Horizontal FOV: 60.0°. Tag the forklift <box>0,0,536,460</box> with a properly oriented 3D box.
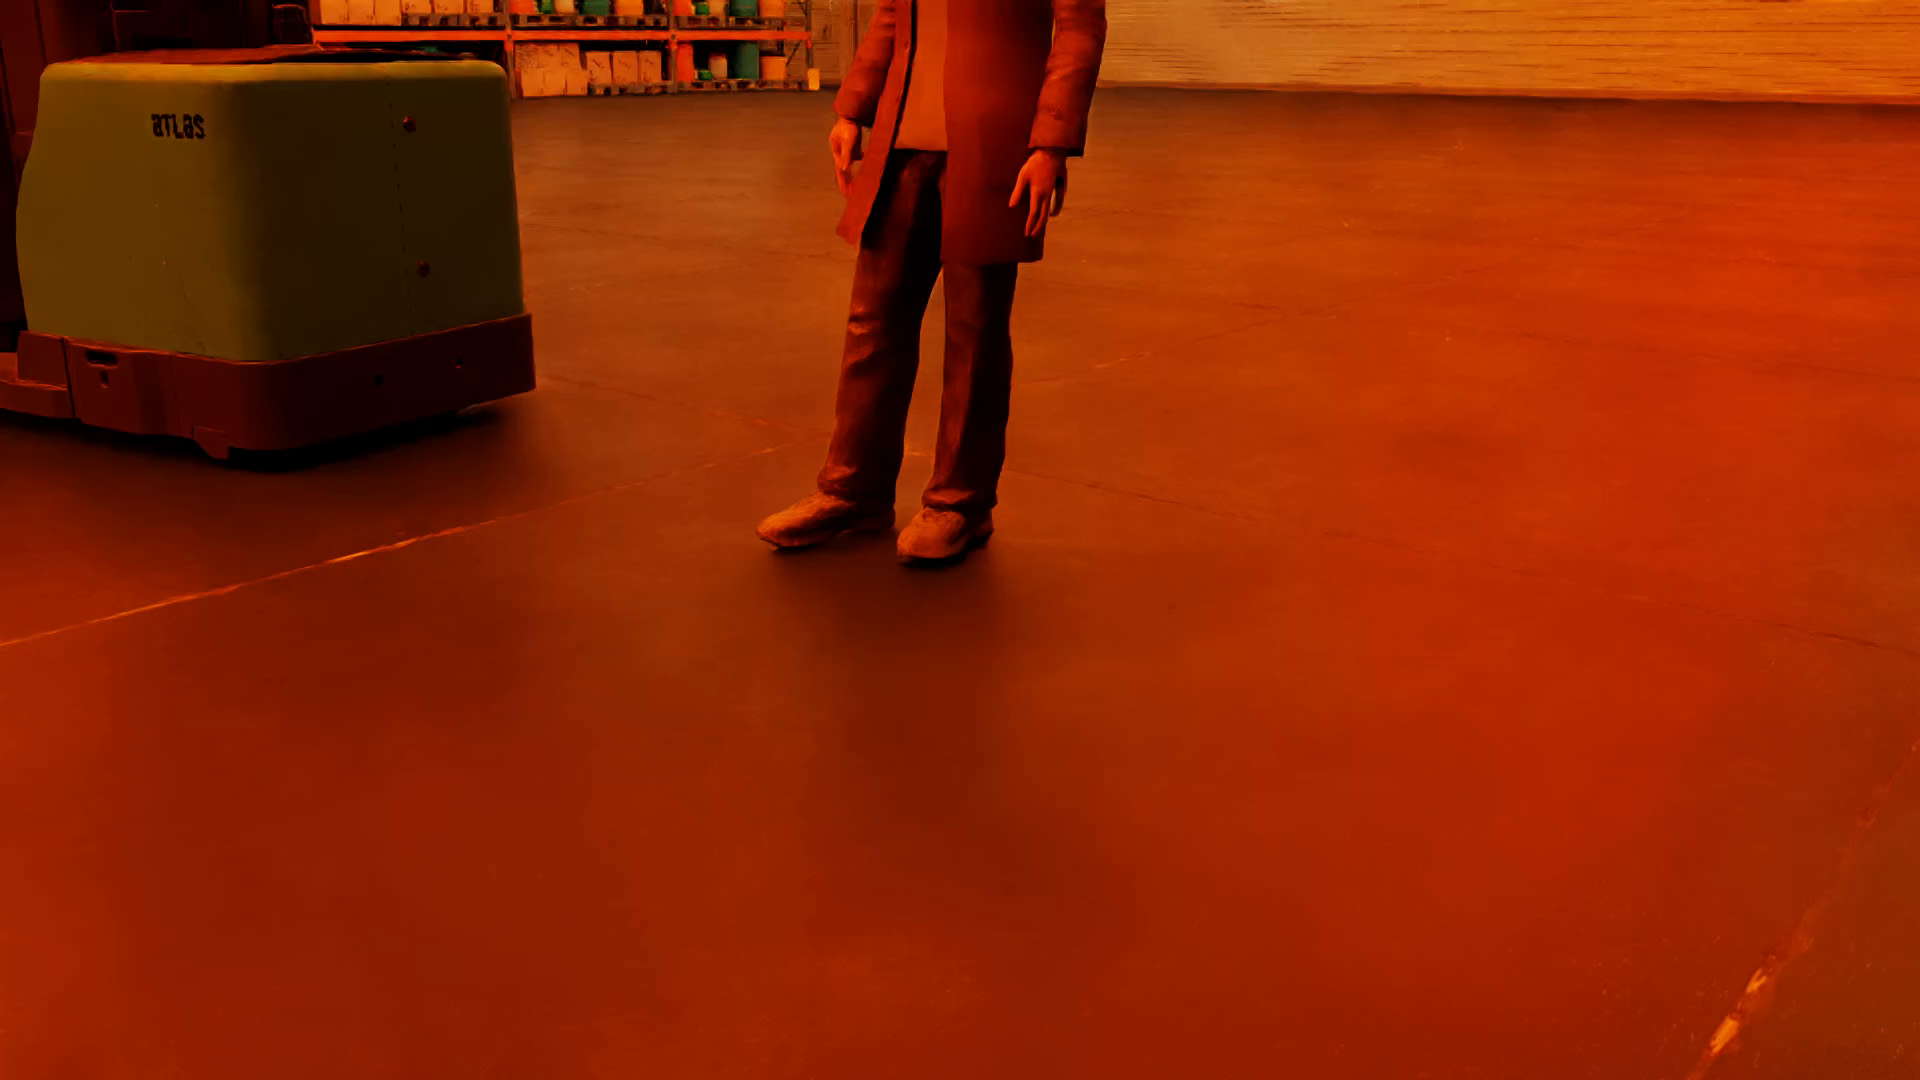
[{"bbox_3d":[-2.880,-1.917,5.212,3.031,2.935,1.130,10,19,29],"label":"forklift"}]

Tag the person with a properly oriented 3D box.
[{"bbox_3d":[-0.062,-0.838,3.617,0.694,1.776,0.580,13,21,37],"label":"person"}]
